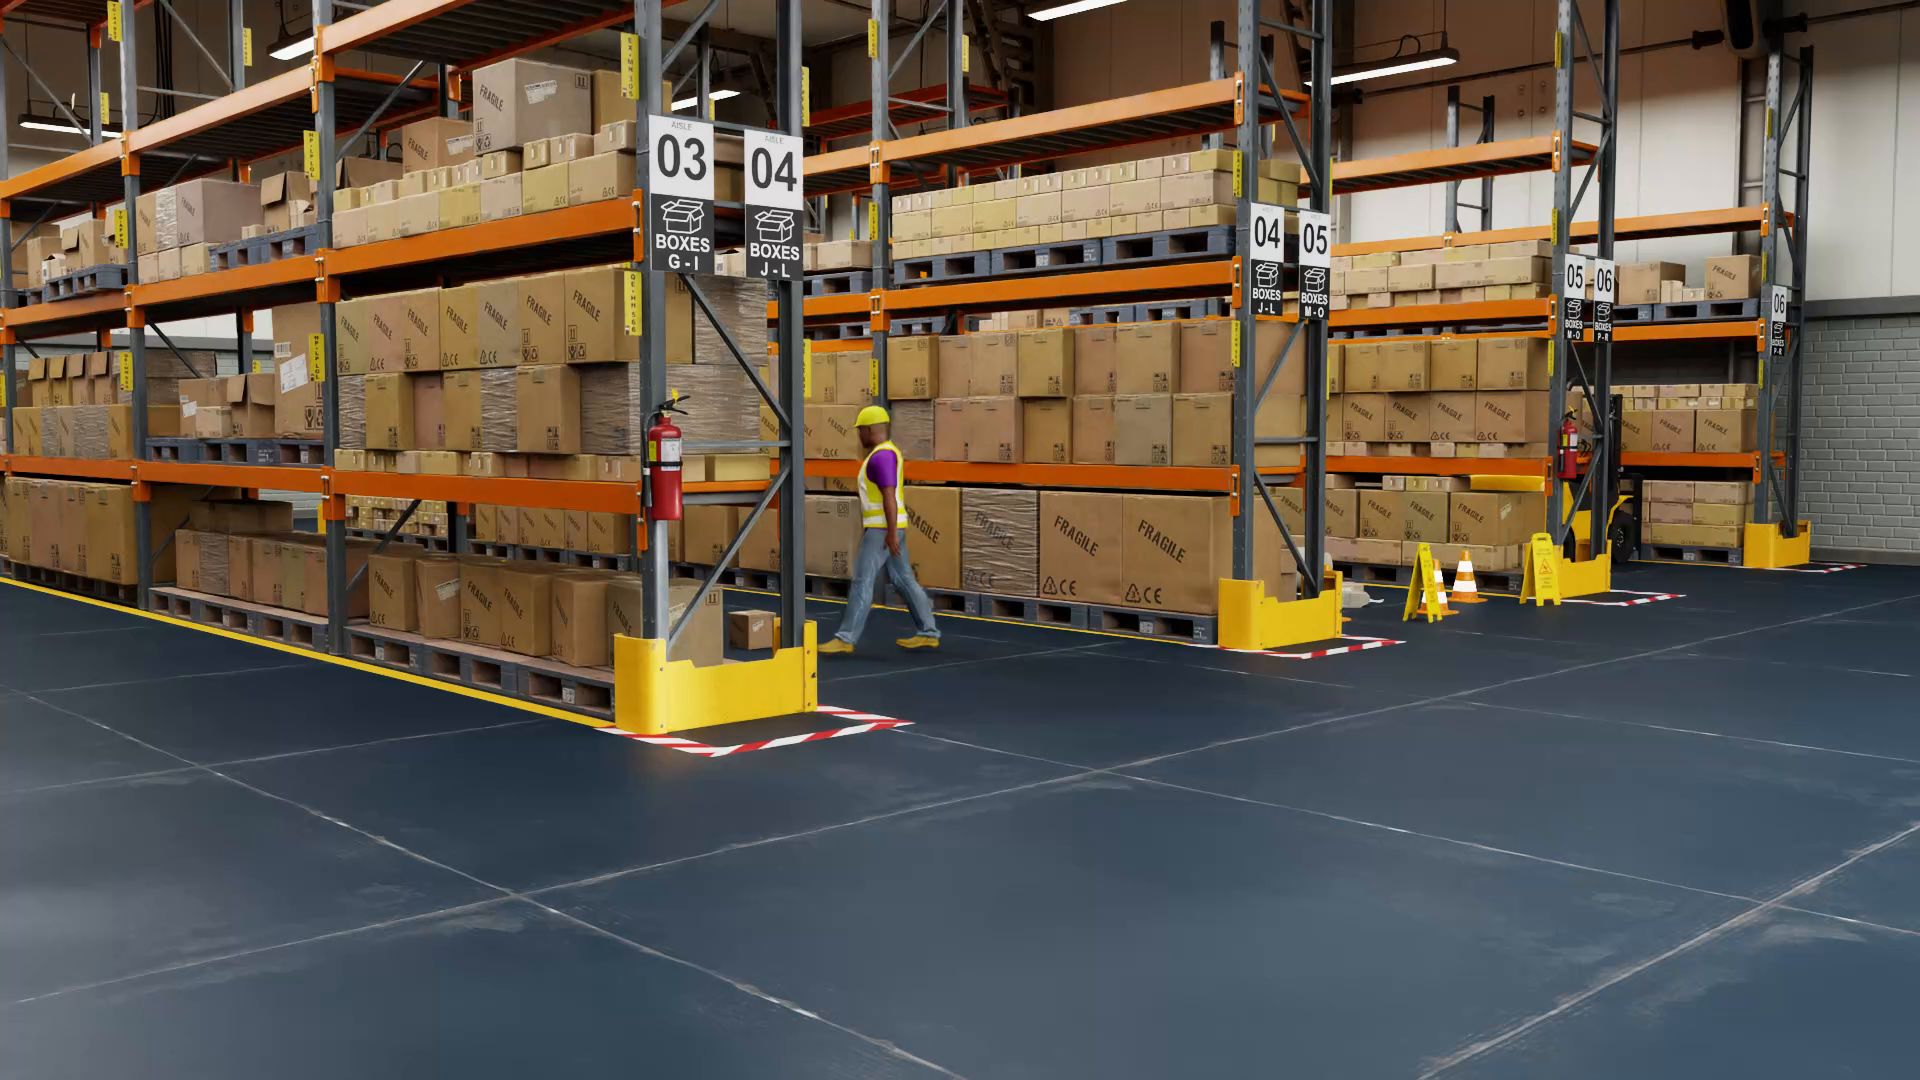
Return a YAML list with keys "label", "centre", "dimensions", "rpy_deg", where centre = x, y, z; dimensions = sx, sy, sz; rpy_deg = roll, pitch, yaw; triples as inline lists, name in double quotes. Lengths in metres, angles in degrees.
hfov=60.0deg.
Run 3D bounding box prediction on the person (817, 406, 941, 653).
- label: "person"
  centre: [-0.577, -0.083, 11.735]
  dimensions: [0.881, 1.725, 0.649]
  rpy_deg: [0, 4, 2]
